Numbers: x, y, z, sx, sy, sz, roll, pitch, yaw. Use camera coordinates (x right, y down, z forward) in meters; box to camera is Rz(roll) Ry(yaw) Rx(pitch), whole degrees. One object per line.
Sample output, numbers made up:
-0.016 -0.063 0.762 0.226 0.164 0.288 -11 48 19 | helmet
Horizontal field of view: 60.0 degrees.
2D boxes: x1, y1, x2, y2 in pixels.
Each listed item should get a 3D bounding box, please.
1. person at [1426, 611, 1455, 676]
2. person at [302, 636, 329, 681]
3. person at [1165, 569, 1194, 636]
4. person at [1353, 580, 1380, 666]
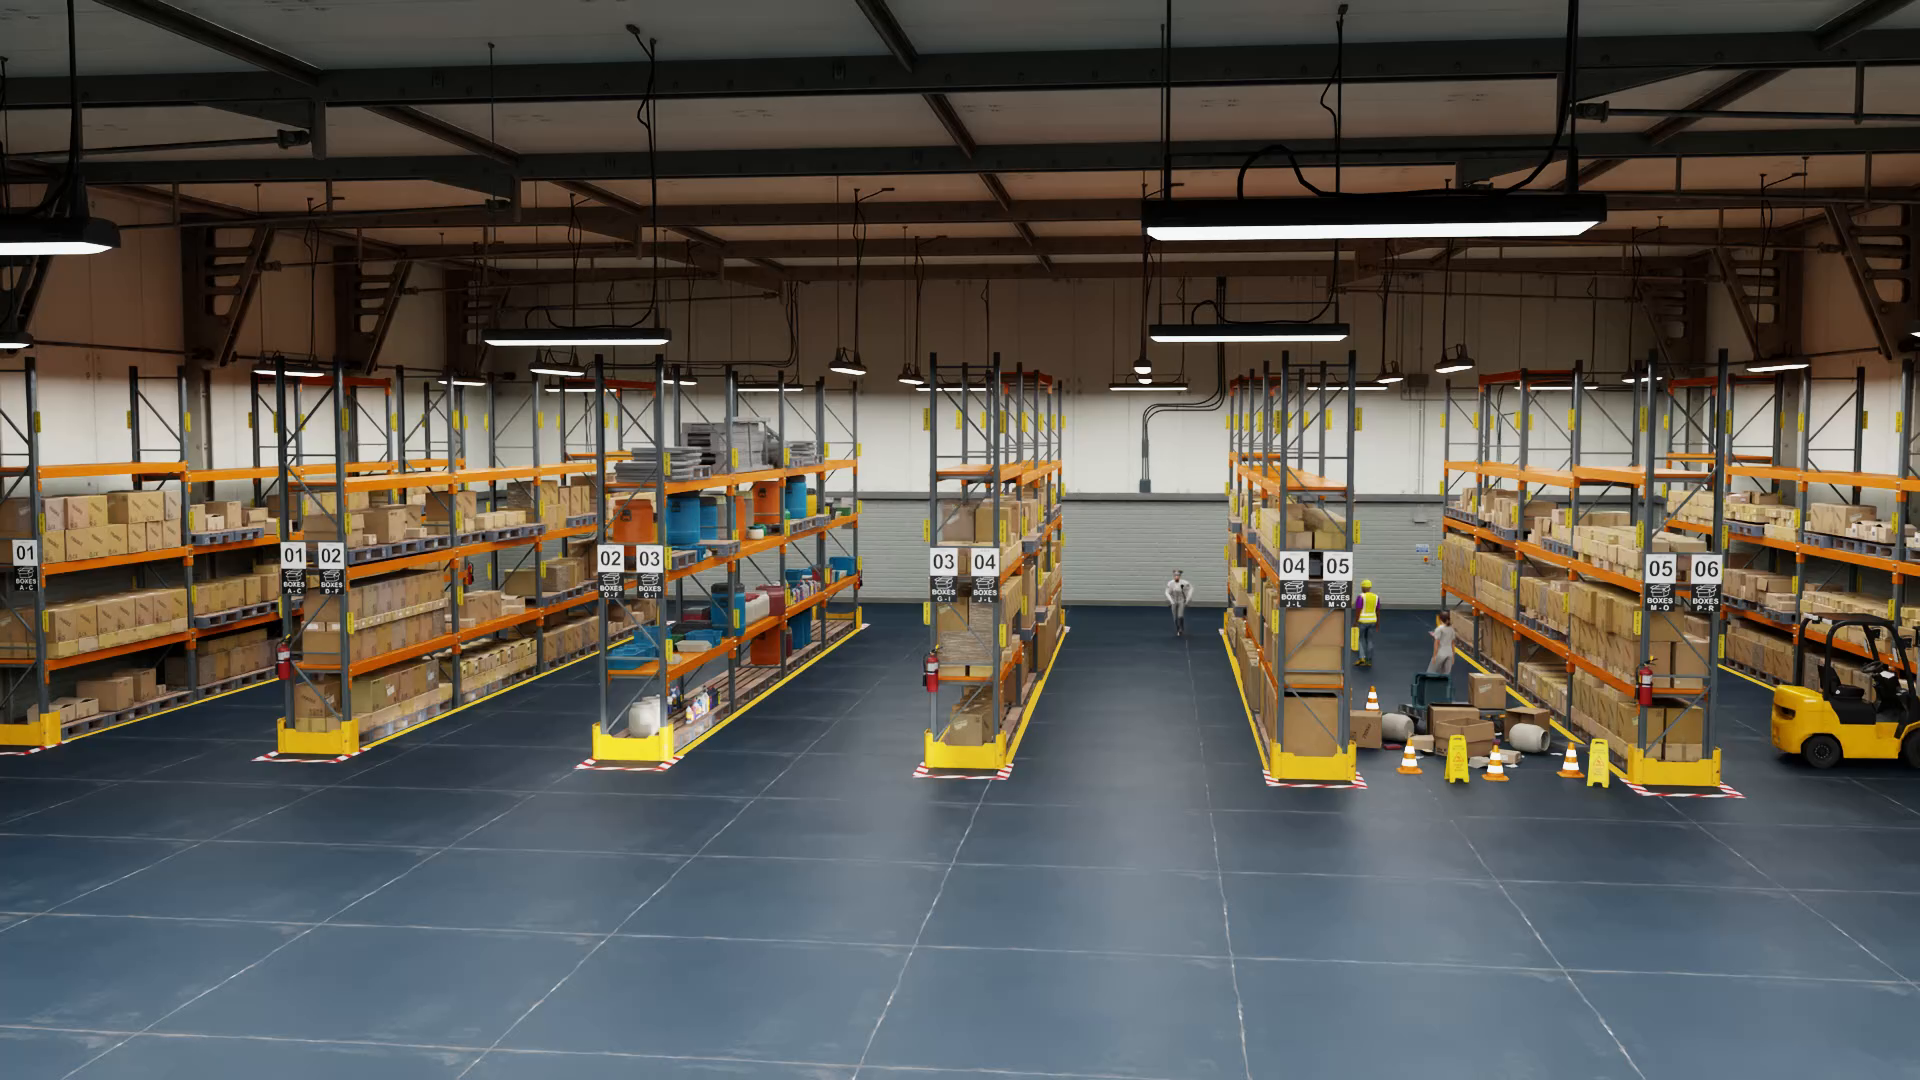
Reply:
8.547 2.091 29.450 0.488 1.681 0.399 -2 4 -23 | person
-11.094 2.122 28.727 0.504 1.665 0.967 0 4 -4 | person
5.128 1.461 38.856 0.643 1.600 0.695 1 4 19 | person
8.348 1.712 34.204 0.609 1.786 0.403 -2 4 -21 | person
